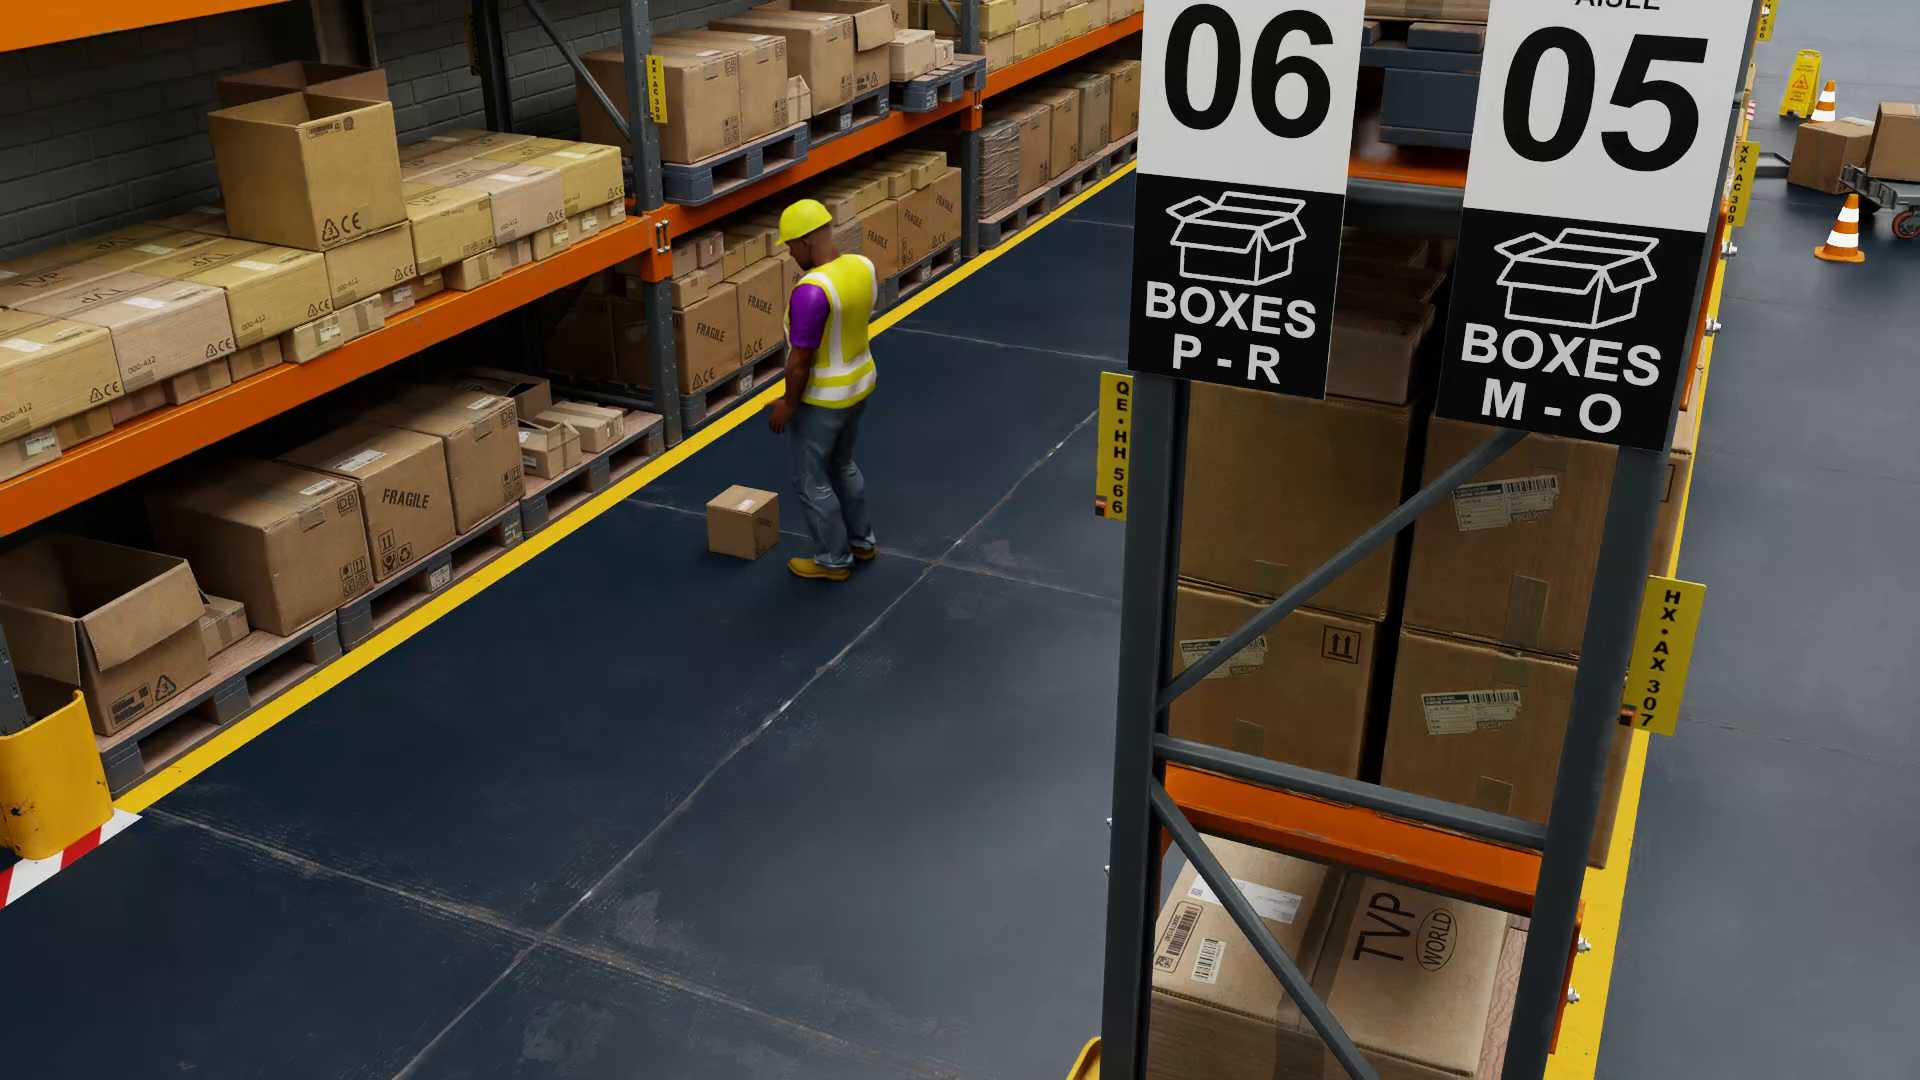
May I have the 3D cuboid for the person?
[{"bbox_3d":[-0.617,-0.653,7.467,0.422,1.733,0.584,12,28,23],"label":"person"}]
